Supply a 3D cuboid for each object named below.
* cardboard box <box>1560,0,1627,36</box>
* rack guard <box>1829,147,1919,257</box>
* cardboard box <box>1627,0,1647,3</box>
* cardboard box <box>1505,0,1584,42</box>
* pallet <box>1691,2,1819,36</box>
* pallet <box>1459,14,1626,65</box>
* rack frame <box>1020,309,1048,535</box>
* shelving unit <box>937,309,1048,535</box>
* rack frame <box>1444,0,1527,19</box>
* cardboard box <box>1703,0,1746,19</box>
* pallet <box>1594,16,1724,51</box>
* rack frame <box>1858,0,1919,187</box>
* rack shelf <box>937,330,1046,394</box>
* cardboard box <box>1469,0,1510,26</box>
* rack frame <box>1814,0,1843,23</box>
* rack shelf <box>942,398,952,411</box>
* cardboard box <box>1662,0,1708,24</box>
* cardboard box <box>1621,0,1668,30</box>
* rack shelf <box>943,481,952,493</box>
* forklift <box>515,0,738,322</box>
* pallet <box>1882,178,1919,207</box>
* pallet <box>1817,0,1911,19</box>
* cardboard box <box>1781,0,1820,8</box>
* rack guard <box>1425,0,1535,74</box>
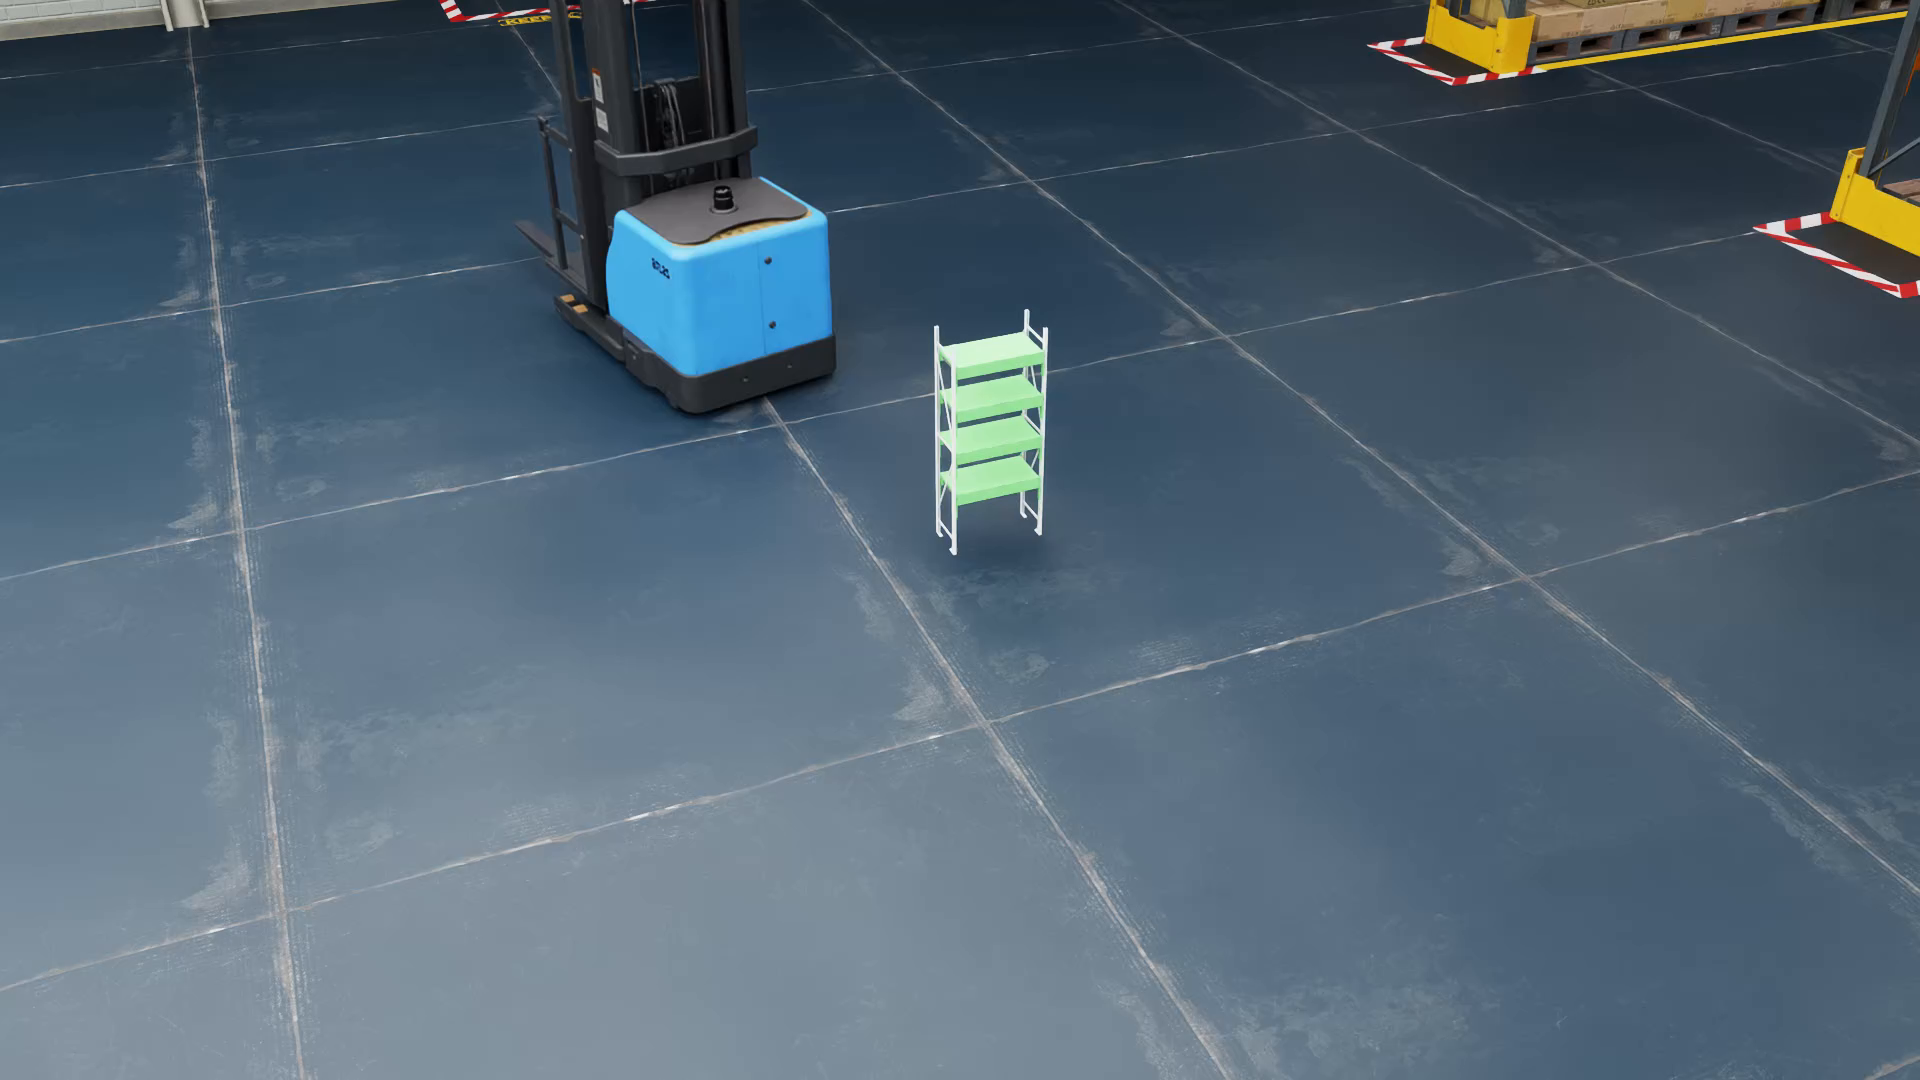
[{"bbox_3d":[5.963,-5.024,15.857,0.500,0.250,0.500,-13,35,-19],"label":"cardboard box"},{"bbox_3d":[6.889,-2.392,11.968,0.348,0.500,1.175,-13,35,-19],"label":"rack guard"},{"bbox_3d":[6.420,-5.449,15.823,0.500,0.500,0.500,-13,35,-19],"label":"cardboard box"},{"bbox_3d":[5.504,-4.916,15.692,0.500,0.250,0.500,-13,35,-19],"label":"cardboard box"},{"bbox_3d":[7.862,-5.421,16.887,1.213,0.211,1.003,-13,35,-19],"label":"pallet"},{"bbox_3d":[5.612,-4.905,16.095,1.213,0.211,1.003,-13,35,-19],"label":"pallet"},{"bbox_3d":[0.378,-0.589,8.556,0.015,1.200,0.240,-13,35,-19],"label":"rack frame"},{"bbox_3d":[0.158,-0.539,8.478,0.492,1.200,0.258,-13,35,-19],"label":"shelving unit"},{"bbox_3d":[4.923,-5.892,15.054,0.127,3.000,1.000,-13,35,-19],"label":"rack frame"},{"bbox_3d":[7.348,-5.338,16.340,0.500,0.250,0.500,-13,35,-19],"label":"cardboard box"},{"bbox_3d":[6.735,-5.161,16.488,1.213,0.211,1.003,-13,35,-19],"label":"pallet"},{"bbox_3d":[6.837,-3.400,11.225,0.127,3.000,1.000,-13,35,-19],"label":"rack frame"},{"bbox_3d":[0.153,-0.887,8.250,0.480,0.148,0.258,-13,35,-19],"label":"rack shelf"},{"bbox_3d":[5.303,-5.177,16.092,0.500,0.250,0.500,-13,35,-19],"label":"cardboard box"},{"bbox_3d":[8.611,-6.736,16.352,0.127,3.000,1.000,-13,35,-19],"label":"rack frame"},{"bbox_3d":[0.153,-0.709,8.365,0.442,0.029,0.199,-13,35,-19],"label":"rack shelf"},{"bbox_3d":[6.888,-5.232,16.177,0.500,0.250,0.500,-13,35,-19],"label":"cardboard box"},{"bbox_3d":[6.425,-5.129,16.019,0.500,0.250,0.500,-13,35,-19],"label":"cardboard box"},{"bbox_3d":[0.153,-0.307,8.627,0.442,0.029,0.199,-13,35,-19],"label":"rack shelf"},{"bbox_3d":[-2.015,-2.732,10.261,1.121,2.935,3.031,-21,39,-29],"label":"forklift"},{"bbox_3d":[7.640,-2.440,12.306,1.213,0.211,1.003,-13,35,-19],"label":"pallet"},{"bbox_3d":[9.276,-5.743,17.382,1.213,0.211,1.003,-13,35,-19],"label":"pallet"},{"bbox_3d":[8.268,-5.552,16.668,0.500,0.250,0.500,-13,35,-19],"label":"cardboard box"},{"bbox_3d":[4.901,-4.839,15.728,0.348,0.500,1.175,-13,35,-19],"label":"rack guard"}]
